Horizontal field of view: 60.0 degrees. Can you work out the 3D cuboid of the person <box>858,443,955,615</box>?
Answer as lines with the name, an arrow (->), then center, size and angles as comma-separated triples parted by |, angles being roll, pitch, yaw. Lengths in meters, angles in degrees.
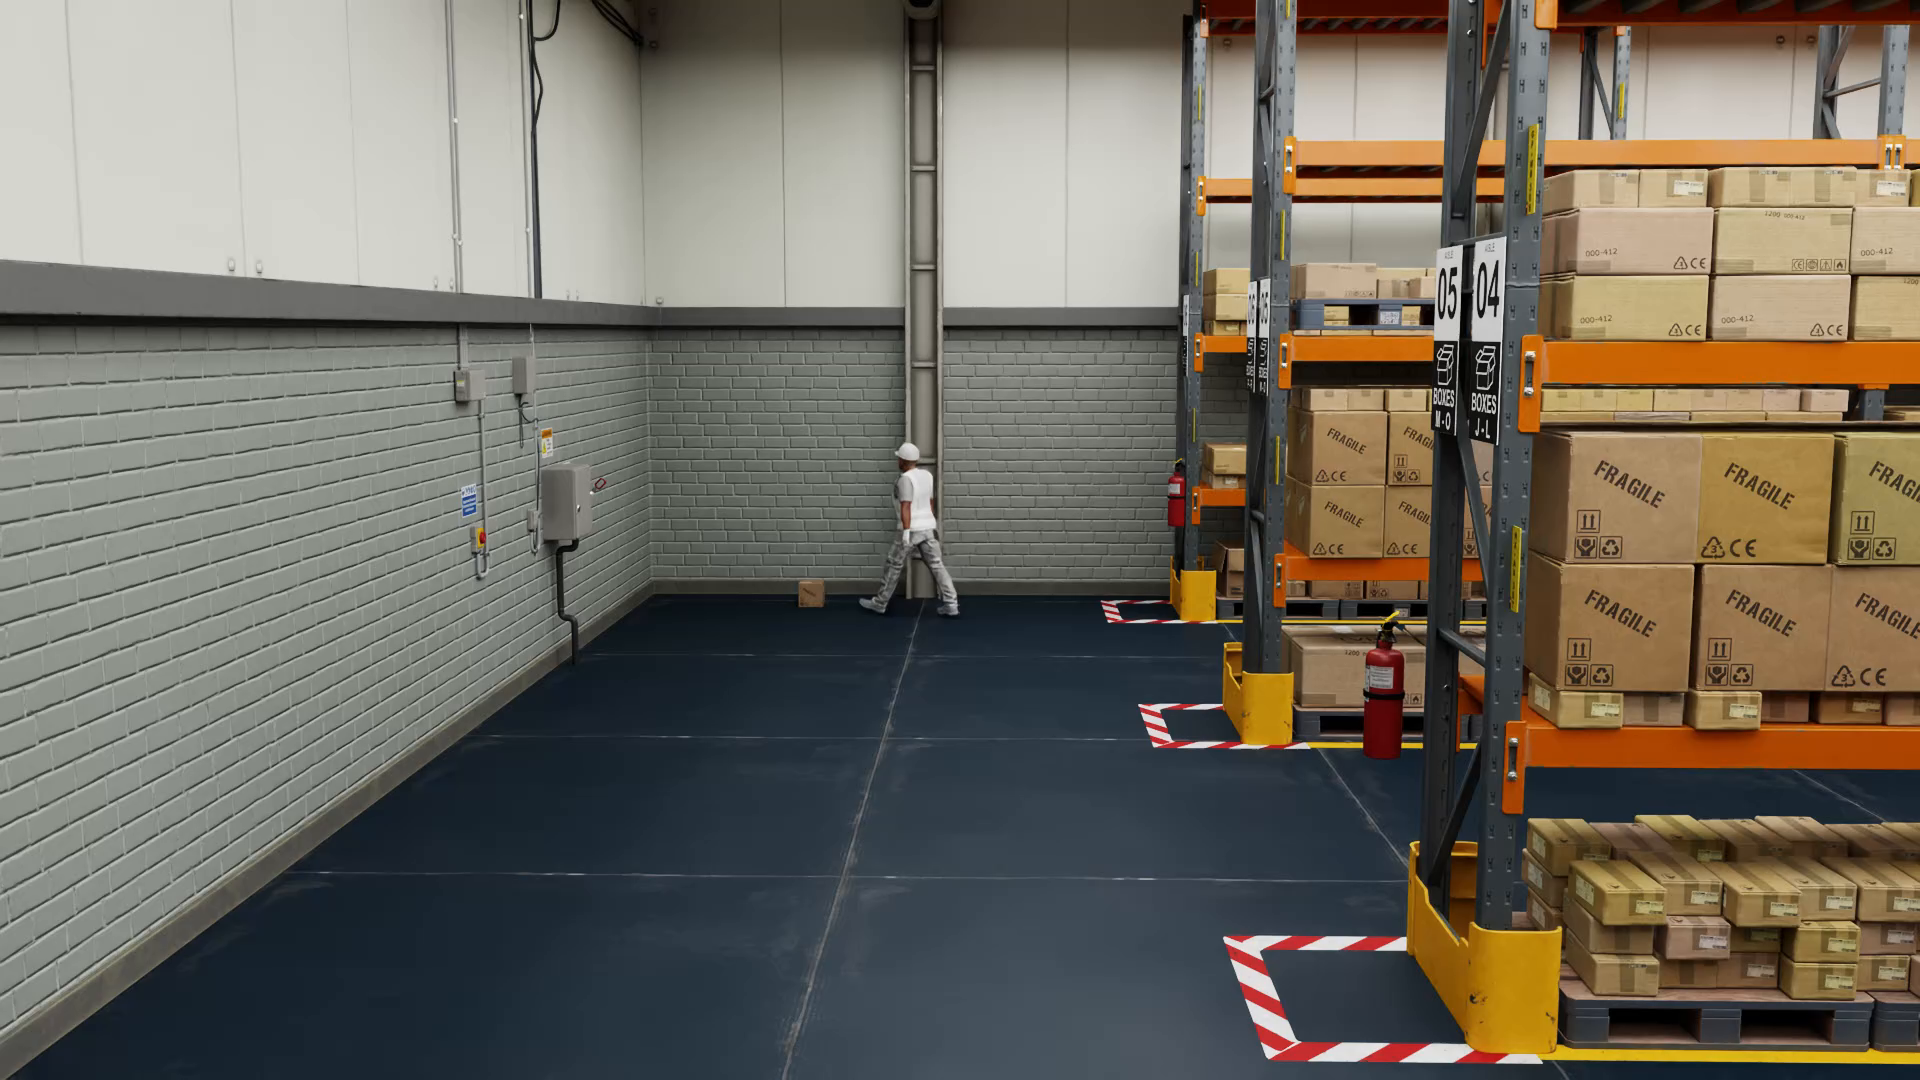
person -> -0.529, -0.100, 16.649 | 1.046, 1.727, 0.610 | 5, 9, 34
